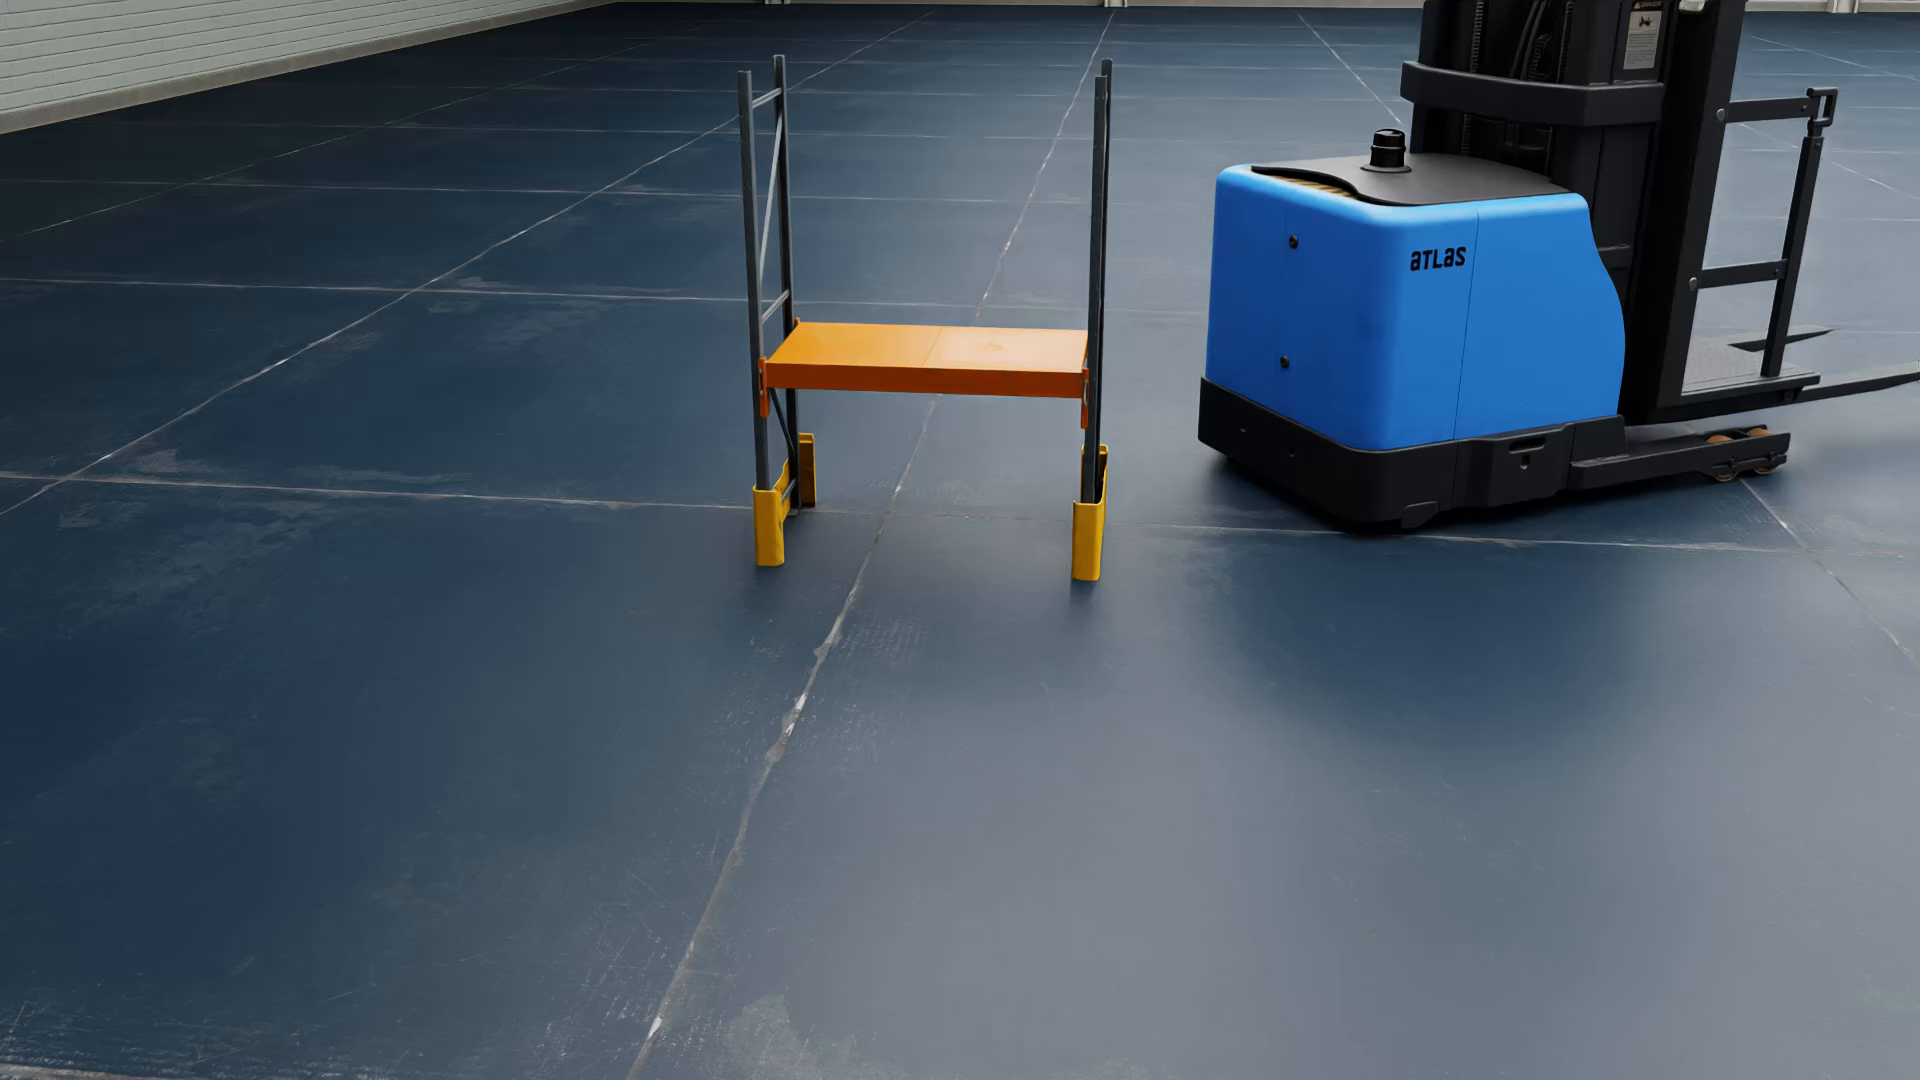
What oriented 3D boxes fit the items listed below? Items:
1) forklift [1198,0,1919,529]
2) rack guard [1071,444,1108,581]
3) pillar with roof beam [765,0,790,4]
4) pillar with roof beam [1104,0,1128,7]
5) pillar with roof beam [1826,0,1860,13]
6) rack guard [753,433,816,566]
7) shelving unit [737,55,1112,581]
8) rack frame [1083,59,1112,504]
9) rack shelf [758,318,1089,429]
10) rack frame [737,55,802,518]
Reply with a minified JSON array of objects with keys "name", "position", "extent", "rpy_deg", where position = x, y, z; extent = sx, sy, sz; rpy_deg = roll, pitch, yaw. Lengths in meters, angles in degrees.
[{"name":"forklift","position":[2.451,-1.739,5.852],"extent":[3.031,2.935,1.130],"rpy_deg":[-9,23,-22]},{"name":"rack guard","position":[0.419,-0.098,5.348],"extent":[0.087,0.250,0.587],"rpy_deg":[2,22,6]},{"name":"pillar with roof beam","position":[-3.749,-12.157,23.950],"extent":[0.400,9.000,9.100],"rpy_deg":[2,22,6]},{"name":"pillar with roof beam","position":[2.209,-11.897,23.294],"extent":[0.400,9.000,9.100],"rpy_deg":[2,22,6]},{"name":"pillar with roof beam","position":[14.125,-11.378,21.980],"extent":[0.400,9.000,9.100],"rpy_deg":[2,22,6]},{"name":"rack guard","position":[-0.570,-0.141,5.457],"extent":[0.087,0.250,0.587],"rpy_deg":[2,22,6]},{"name":"shelving unit","position":[-0.076,-0.701,5.172],"extent":[1.083,1.500,0.587],"rpy_deg":[2,22,6]},{"name":"rack frame","position":[0.420,-0.679,5.118],"extent":[0.032,1.500,0.500],"rpy_deg":[2,22,6]},{"name":"rack shelf","position":[-0.085,-0.534,5.240],"extent":[1.000,0.185,0.538],"rpy_deg":[2,22,6]},{"name":"rack frame","position":[-0.590,-0.723,5.229],"extent":[0.032,1.500,0.500],"rpy_deg":[2,22,6]}]
